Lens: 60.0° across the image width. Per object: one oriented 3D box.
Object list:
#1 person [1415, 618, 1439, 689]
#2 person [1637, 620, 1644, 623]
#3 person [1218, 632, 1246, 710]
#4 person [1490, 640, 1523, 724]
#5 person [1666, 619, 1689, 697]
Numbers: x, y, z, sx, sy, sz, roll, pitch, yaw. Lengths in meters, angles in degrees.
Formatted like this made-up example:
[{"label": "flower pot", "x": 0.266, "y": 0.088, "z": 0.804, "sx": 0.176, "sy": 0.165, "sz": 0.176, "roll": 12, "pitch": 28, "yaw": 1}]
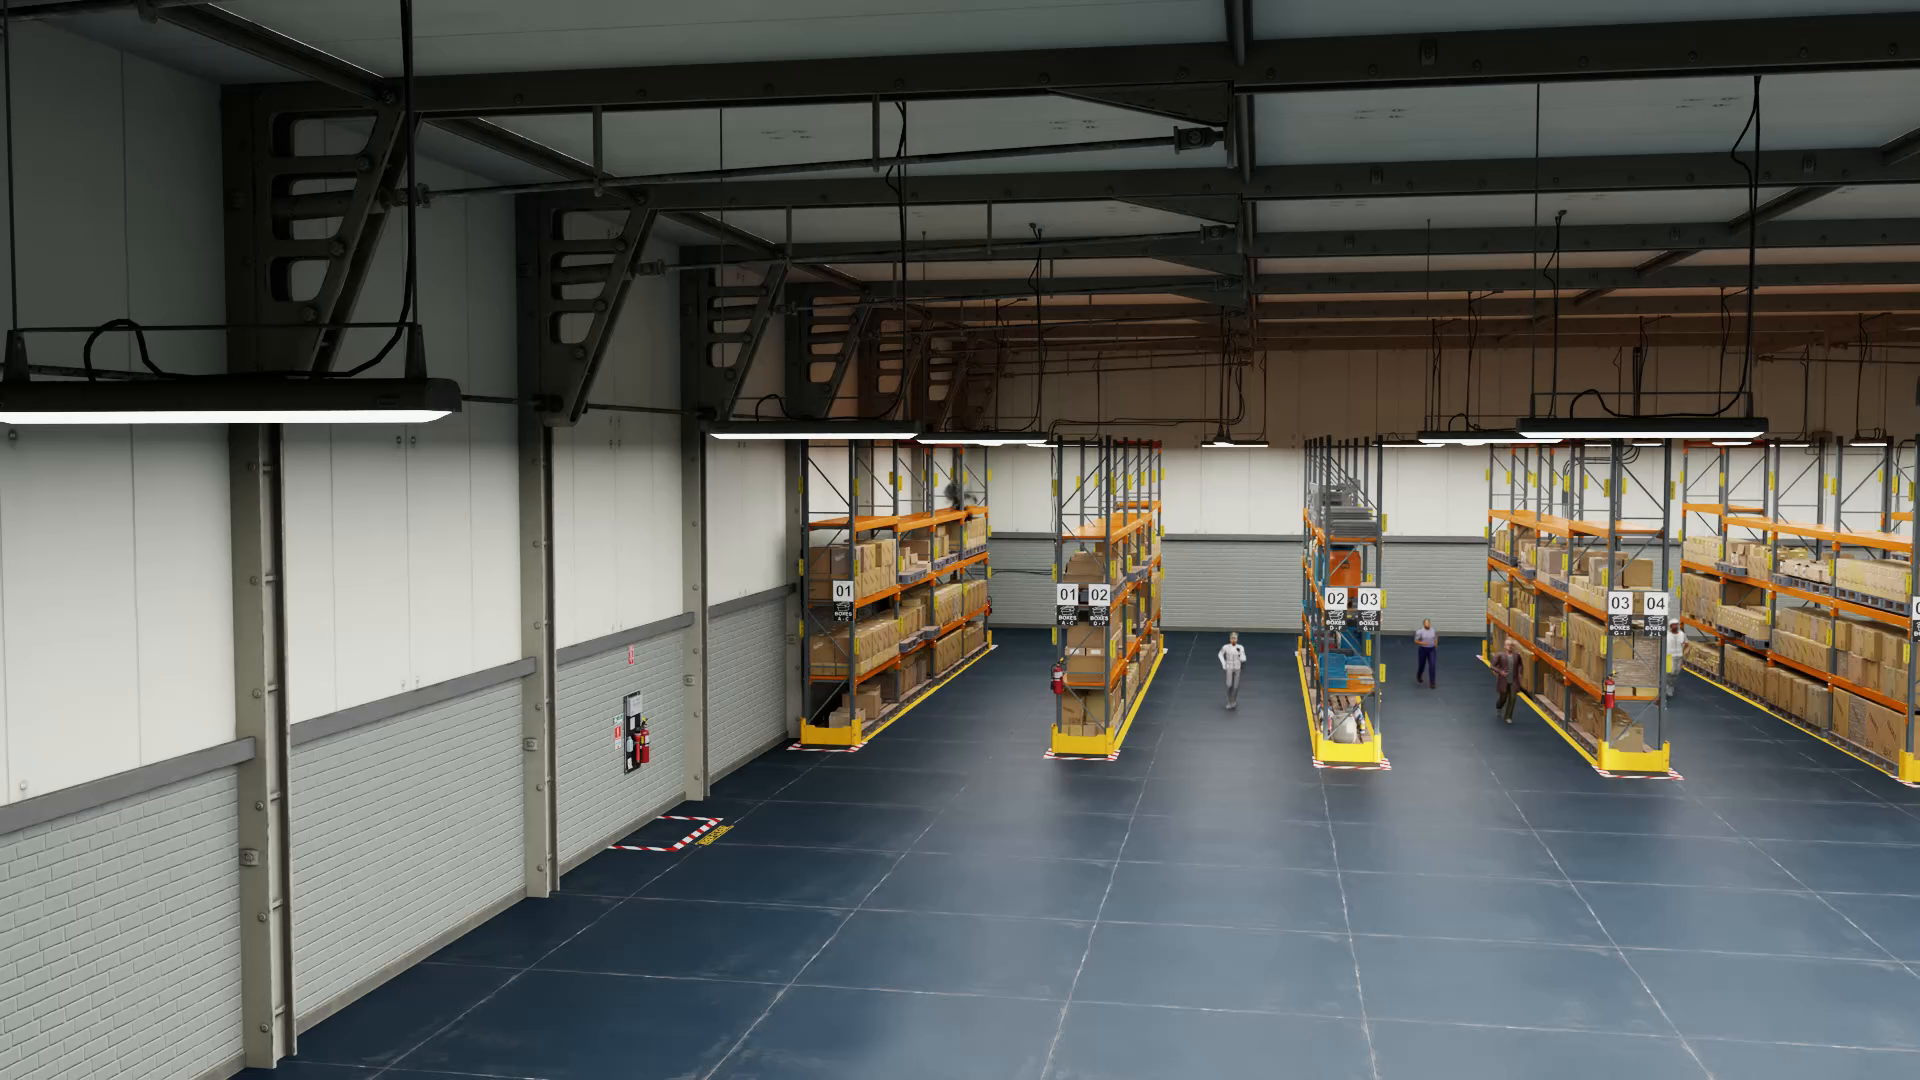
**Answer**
[{"label": "person", "x": 11.265, "y": 2.714, "z": 40.134, "sx": 0.606, "sy": 1.644, "sz": 0.943, "roll": 0, "pitch": 3, "yaw": -1}, {"label": "person", "x": 18.410, "y": 2.440, "z": 45.331, "sx": 0.538, "sy": 1.676, "sz": 0.743, "roll": -2, "pitch": 4, "yaw": -38}, {"label": "person", "x": 6.038, "y": 2.895, "z": 36.787, "sx": 0.592, "sy": 1.727, "sz": 0.648, "roll": 0, "pitch": 3, "yaw": 3}, {"label": "person", "x": 11.494, "y": 2.960, "z": 34.920, "sx": 0.713, "sy": 1.739, "sz": 0.754, "roll": 0, "pitch": 3, "yaw": 2}, {"label": "person", "x": 16.606, "y": 2.742, "z": 38.695, "sx": 0.656, "sy": 1.824, "sz": 0.744, "roll": 0, "pitch": 3, "yaw": -1}]
